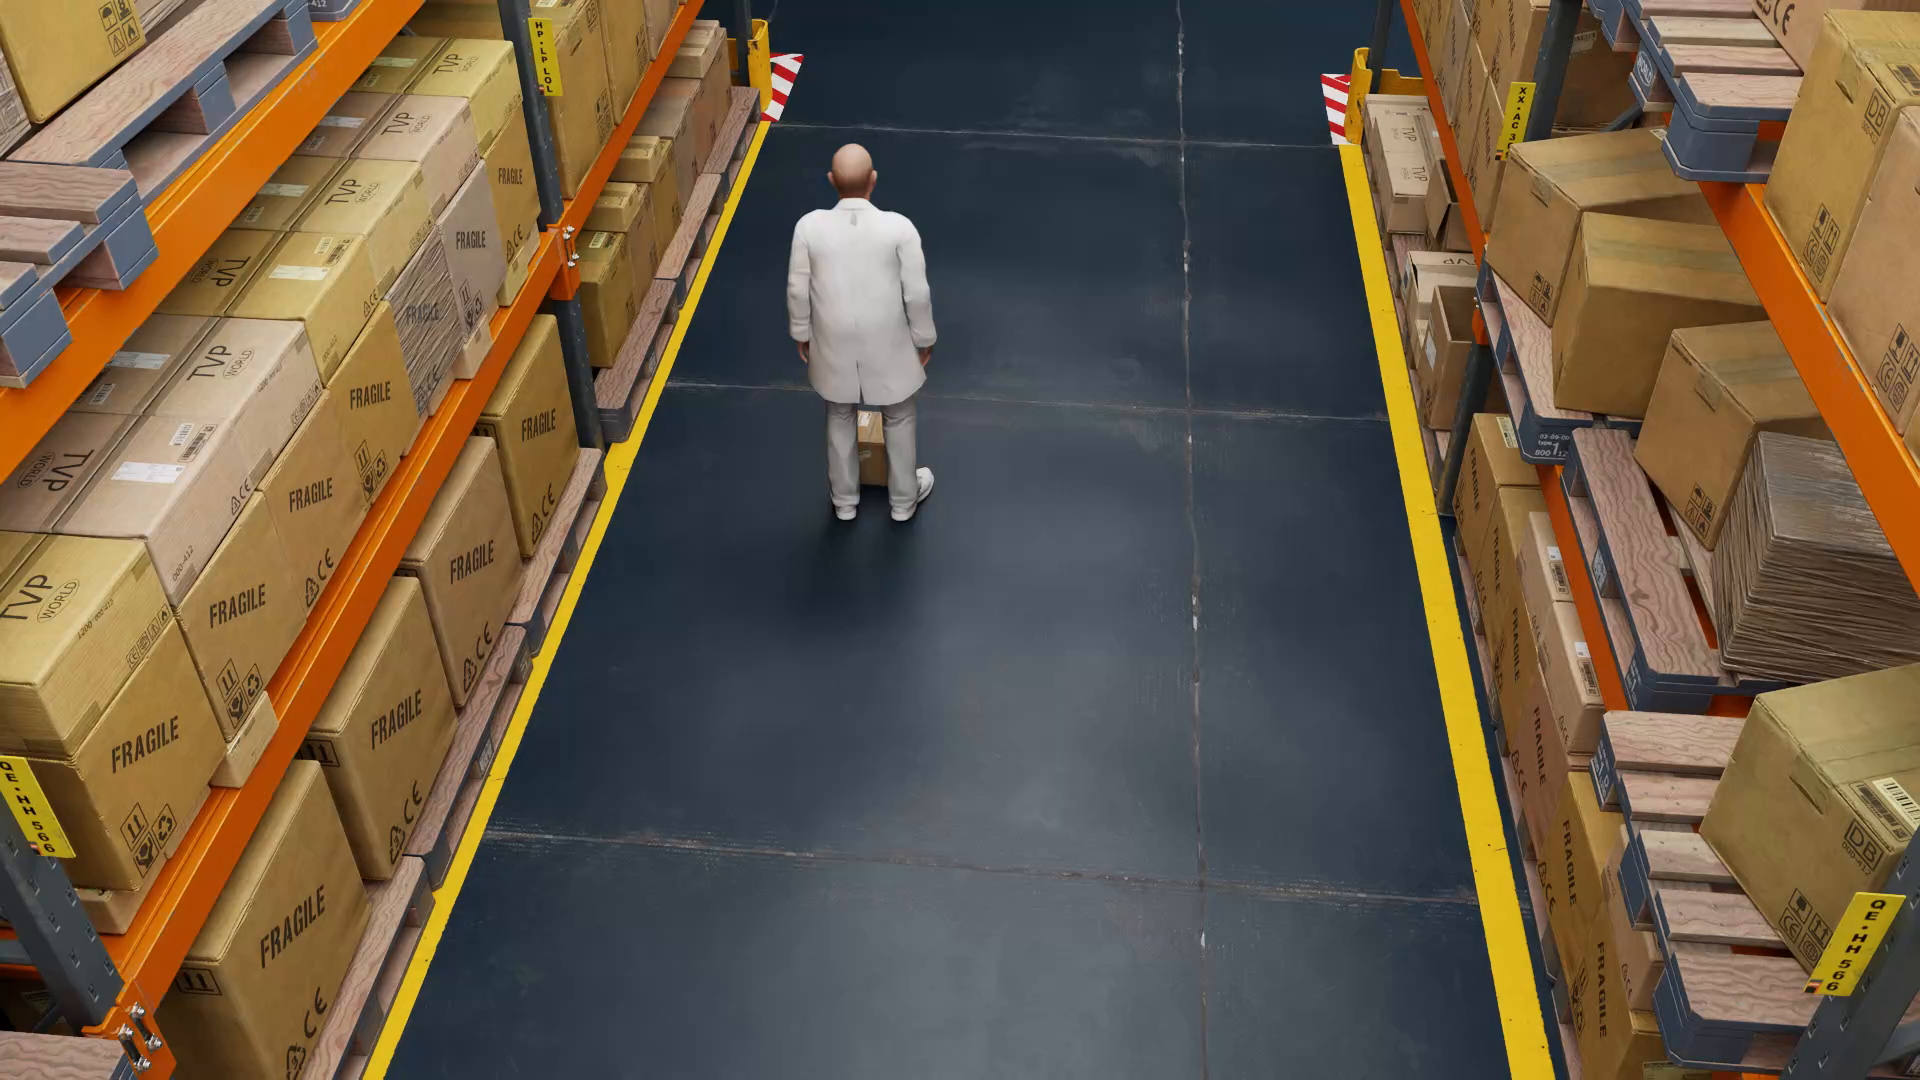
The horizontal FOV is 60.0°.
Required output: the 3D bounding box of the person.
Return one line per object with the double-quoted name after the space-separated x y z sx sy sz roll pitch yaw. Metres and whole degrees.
-0.421 -0.867 7.218 0.642 1.774 0.421 3 40 4 "person"
